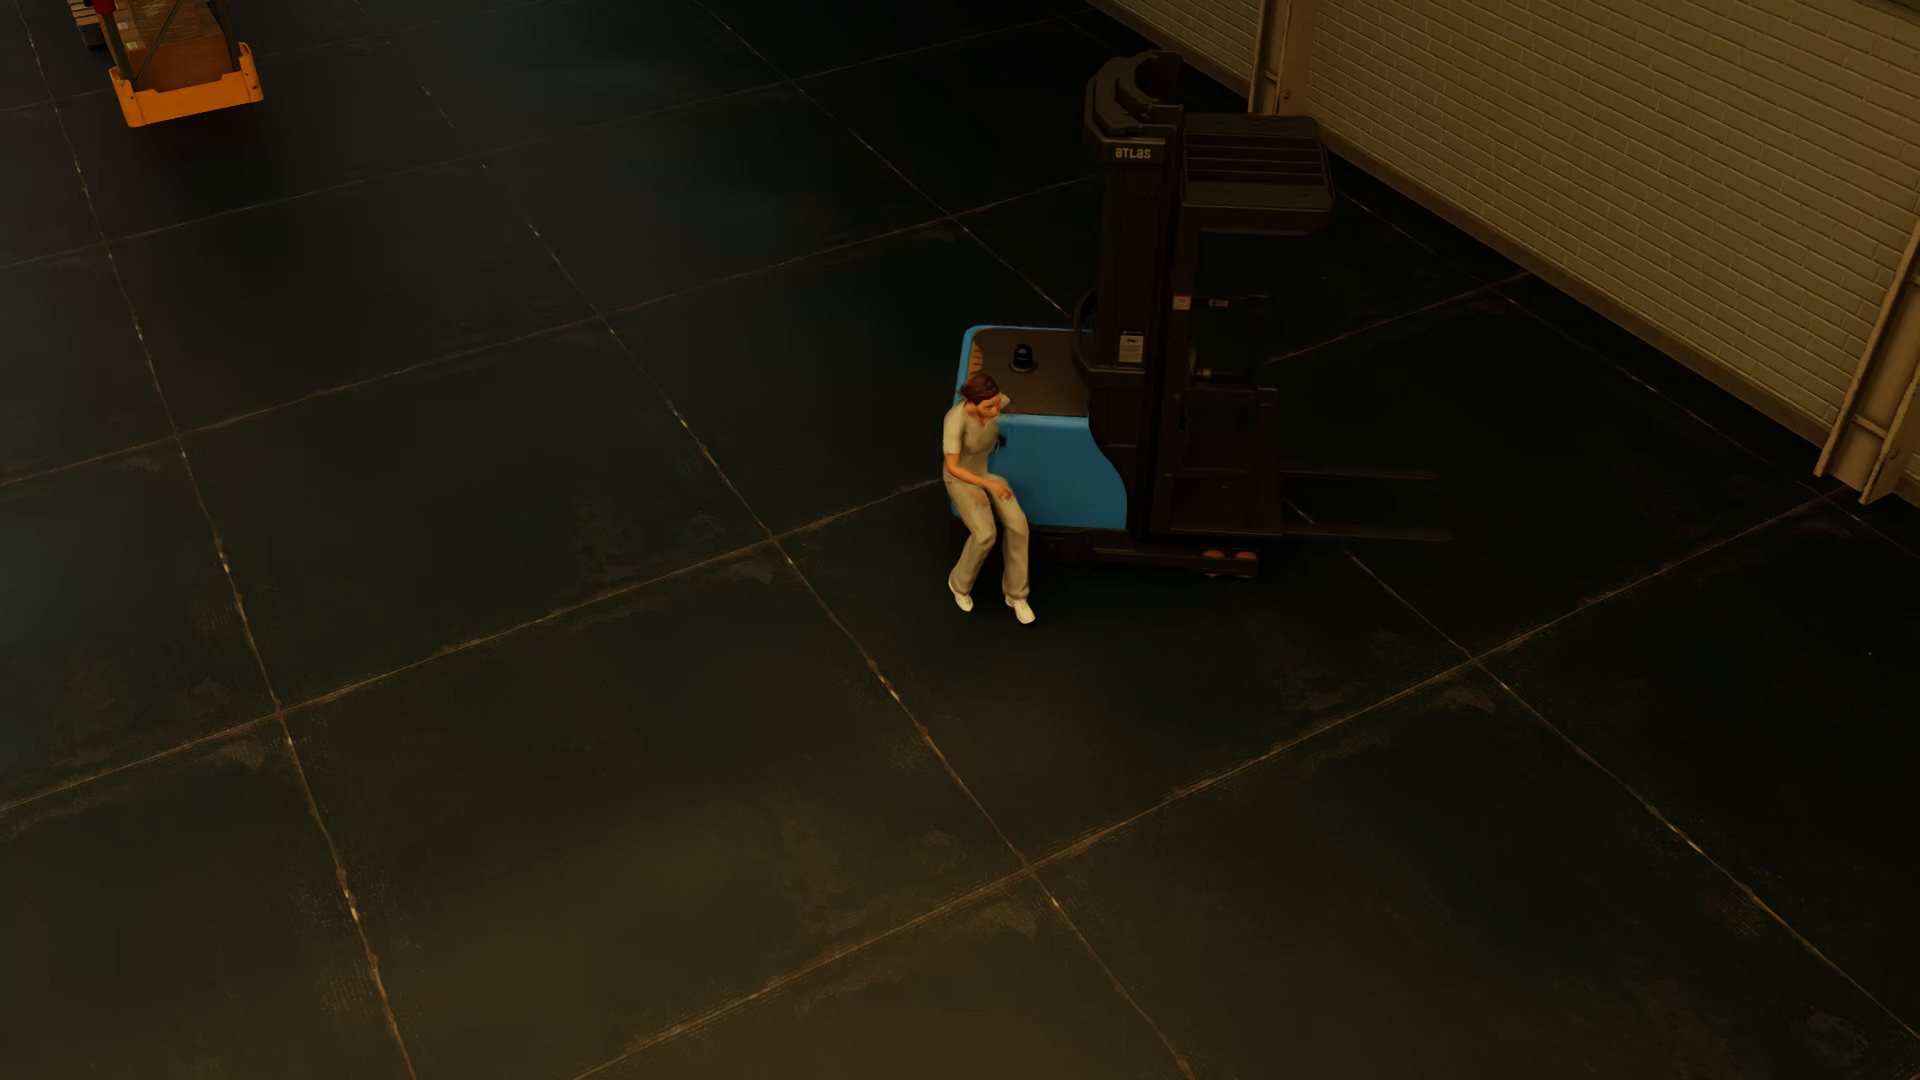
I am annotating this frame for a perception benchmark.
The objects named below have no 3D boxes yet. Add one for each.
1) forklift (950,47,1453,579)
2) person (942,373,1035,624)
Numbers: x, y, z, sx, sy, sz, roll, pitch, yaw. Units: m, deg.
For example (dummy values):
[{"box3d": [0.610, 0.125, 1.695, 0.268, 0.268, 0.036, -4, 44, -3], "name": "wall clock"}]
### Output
[{"box3d": [1.483, -1.251, 9.545, 3.031, 2.935, 1.130, 3, 40, 4], "name": "forklift"}, {"box3d": [0.243, -0.265, 9.601, 0.677, 1.468, 0.881, -25, 46, -27], "name": "person"}]
